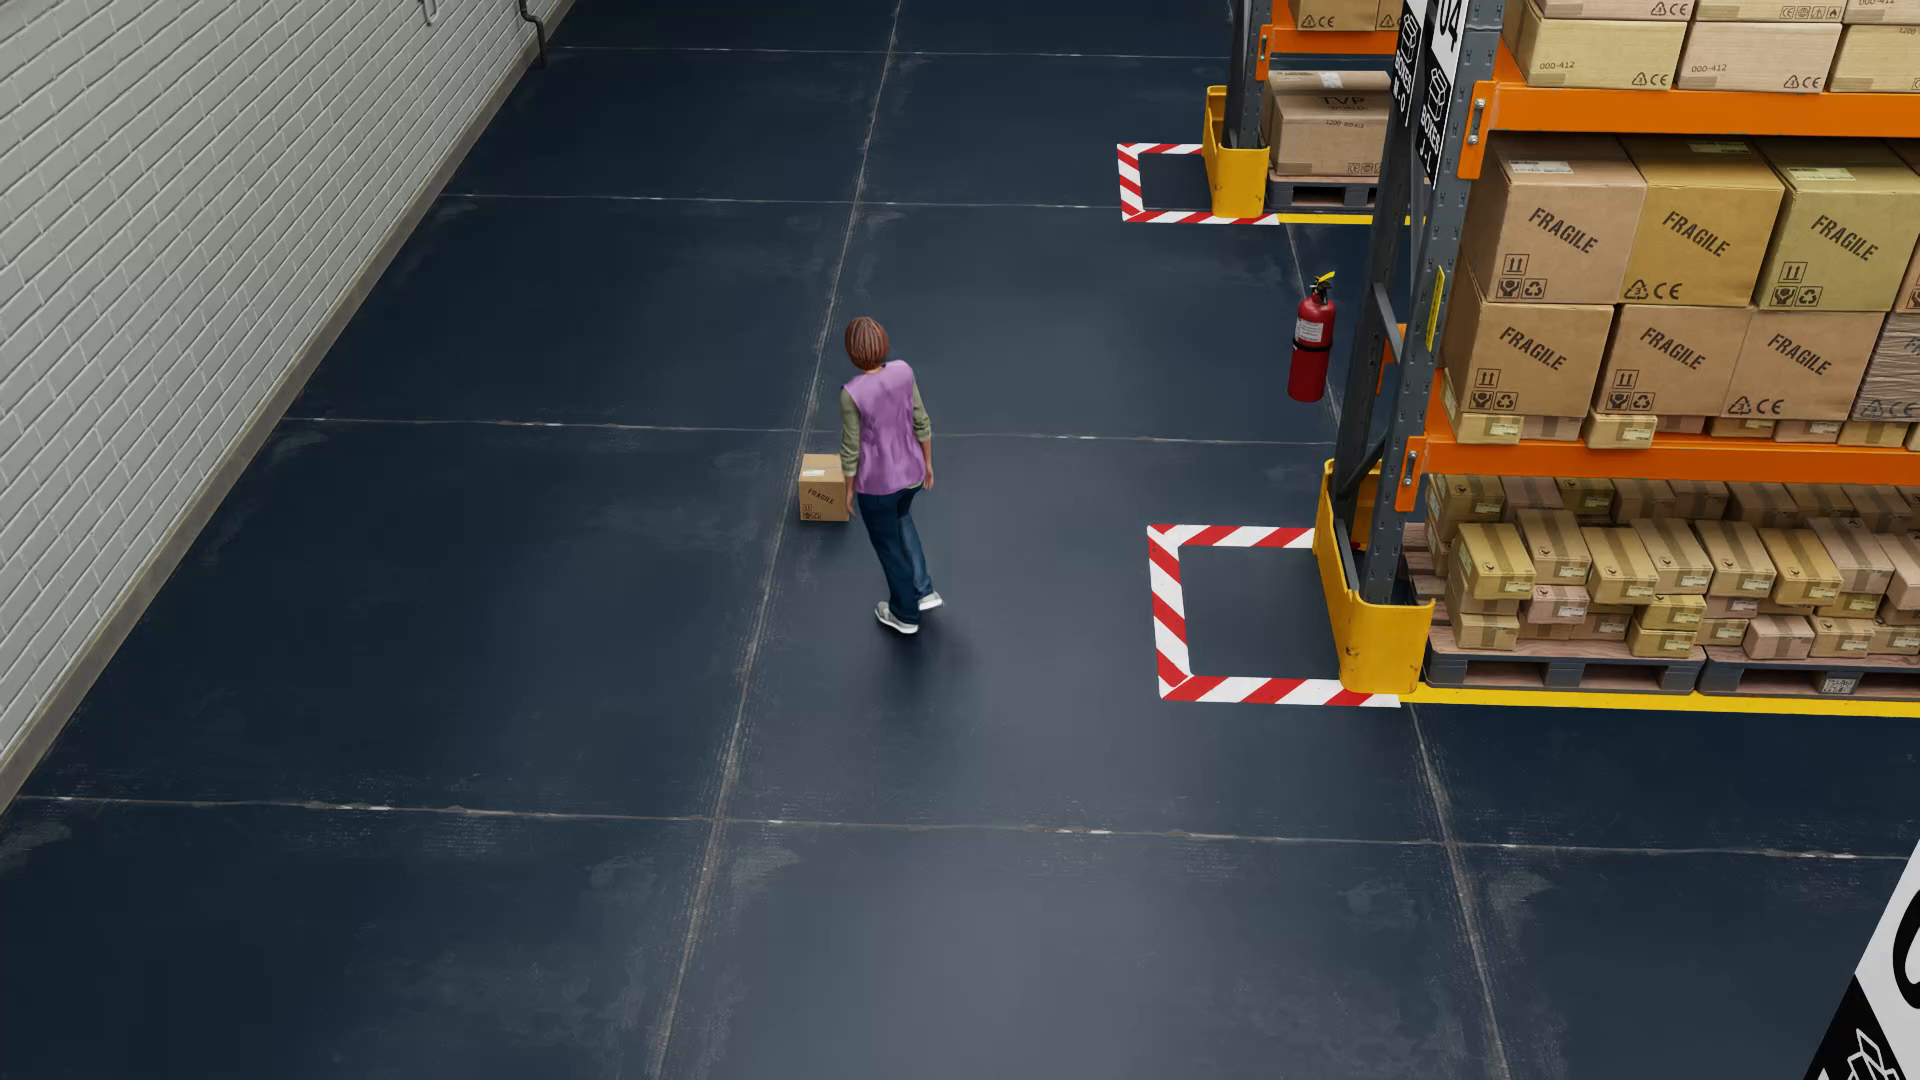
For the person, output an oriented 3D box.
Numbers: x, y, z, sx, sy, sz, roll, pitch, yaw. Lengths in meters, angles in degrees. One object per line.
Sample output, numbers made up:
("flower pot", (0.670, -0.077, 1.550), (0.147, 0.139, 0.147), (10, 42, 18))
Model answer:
("person", (-0.315, -0.258, 7.452), (0.440, 1.591, 0.420), (-27, 44, -32))
